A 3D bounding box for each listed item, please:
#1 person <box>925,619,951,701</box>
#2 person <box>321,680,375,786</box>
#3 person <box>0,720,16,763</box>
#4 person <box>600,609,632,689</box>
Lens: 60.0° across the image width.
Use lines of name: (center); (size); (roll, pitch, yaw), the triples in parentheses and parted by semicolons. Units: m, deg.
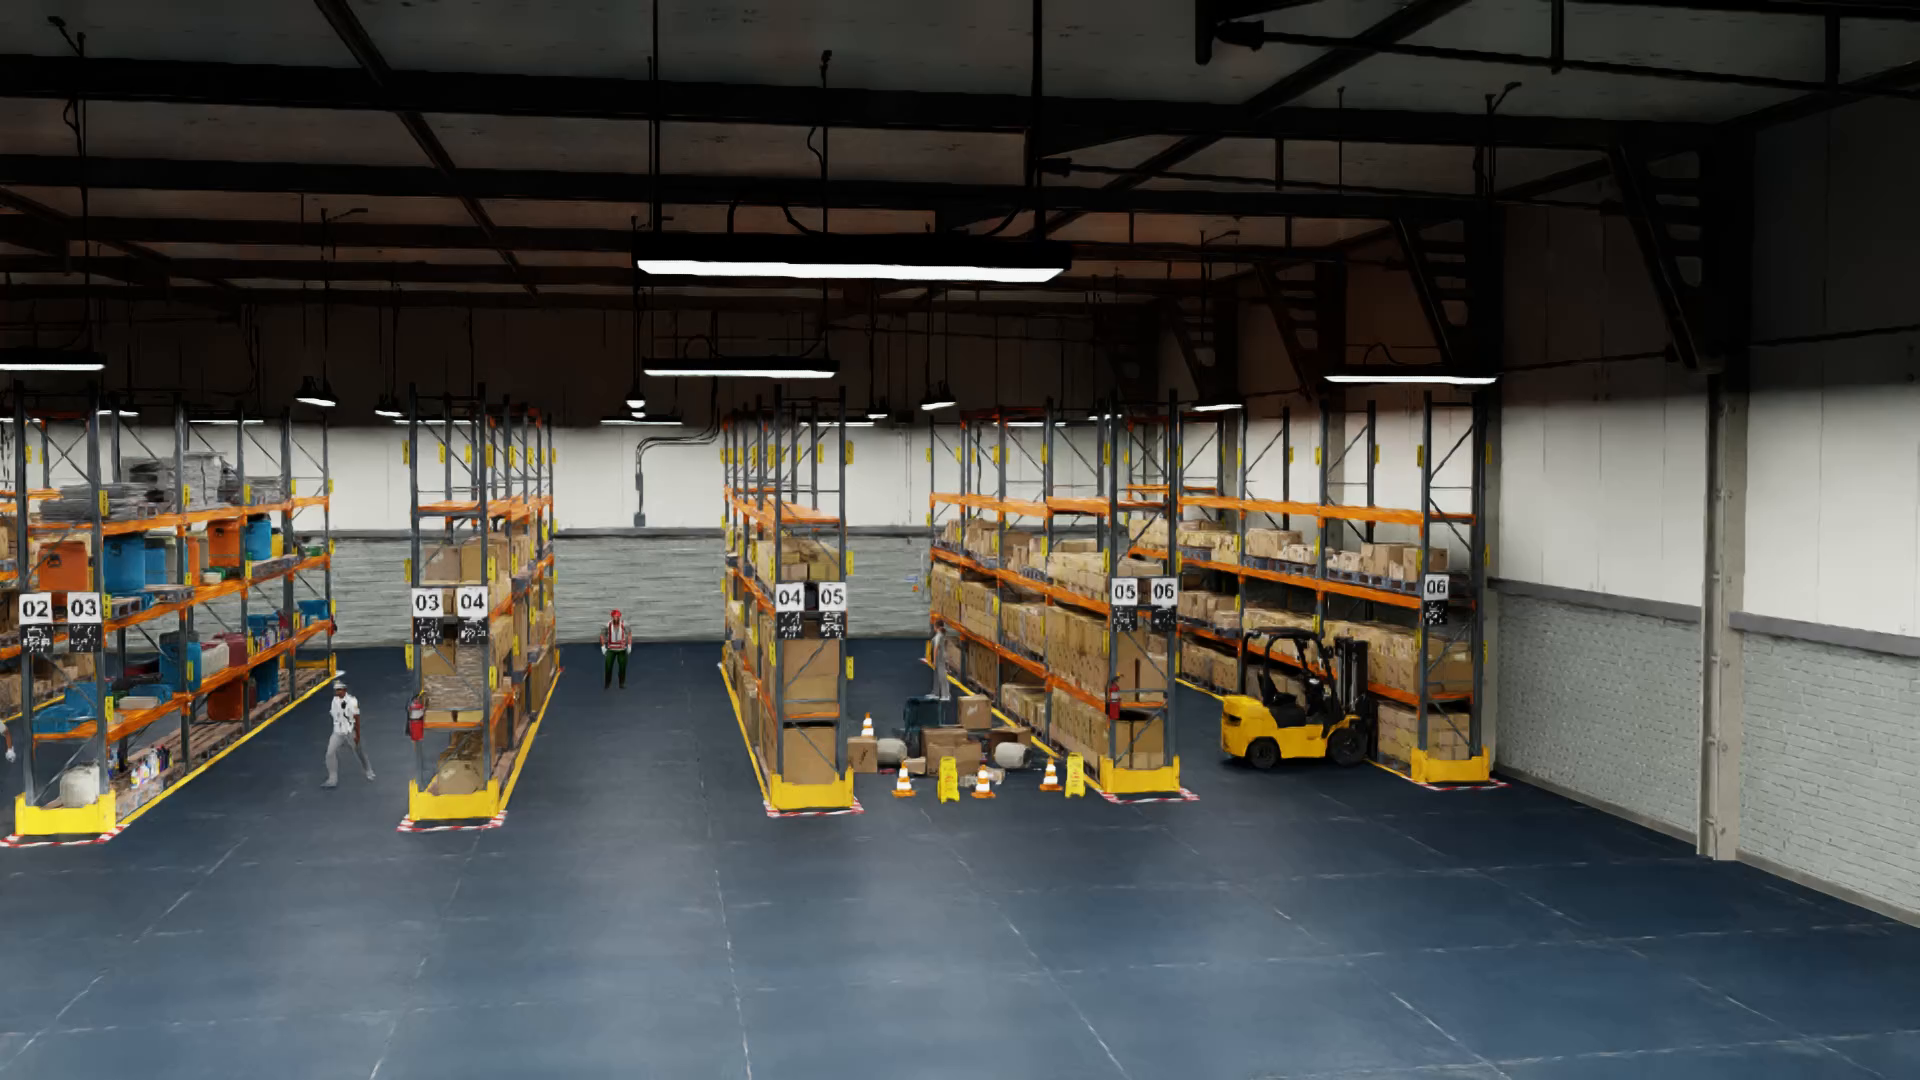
person: (-0.453, 2.435, 33.946); (0.575, 1.658, 0.576); (0, 3, 9)
person: (-9.327, 2.906, 25.358); (0.505, 1.610, 0.939); (1, 3, 11)
person: (-13.379, 2.988, 22.684); (0.727, 1.721, 0.816); (0, 3, -5)
person: (-7.366, 2.336, 35.610); (0.678, 1.741, 0.546); (-1, 3, -13)
